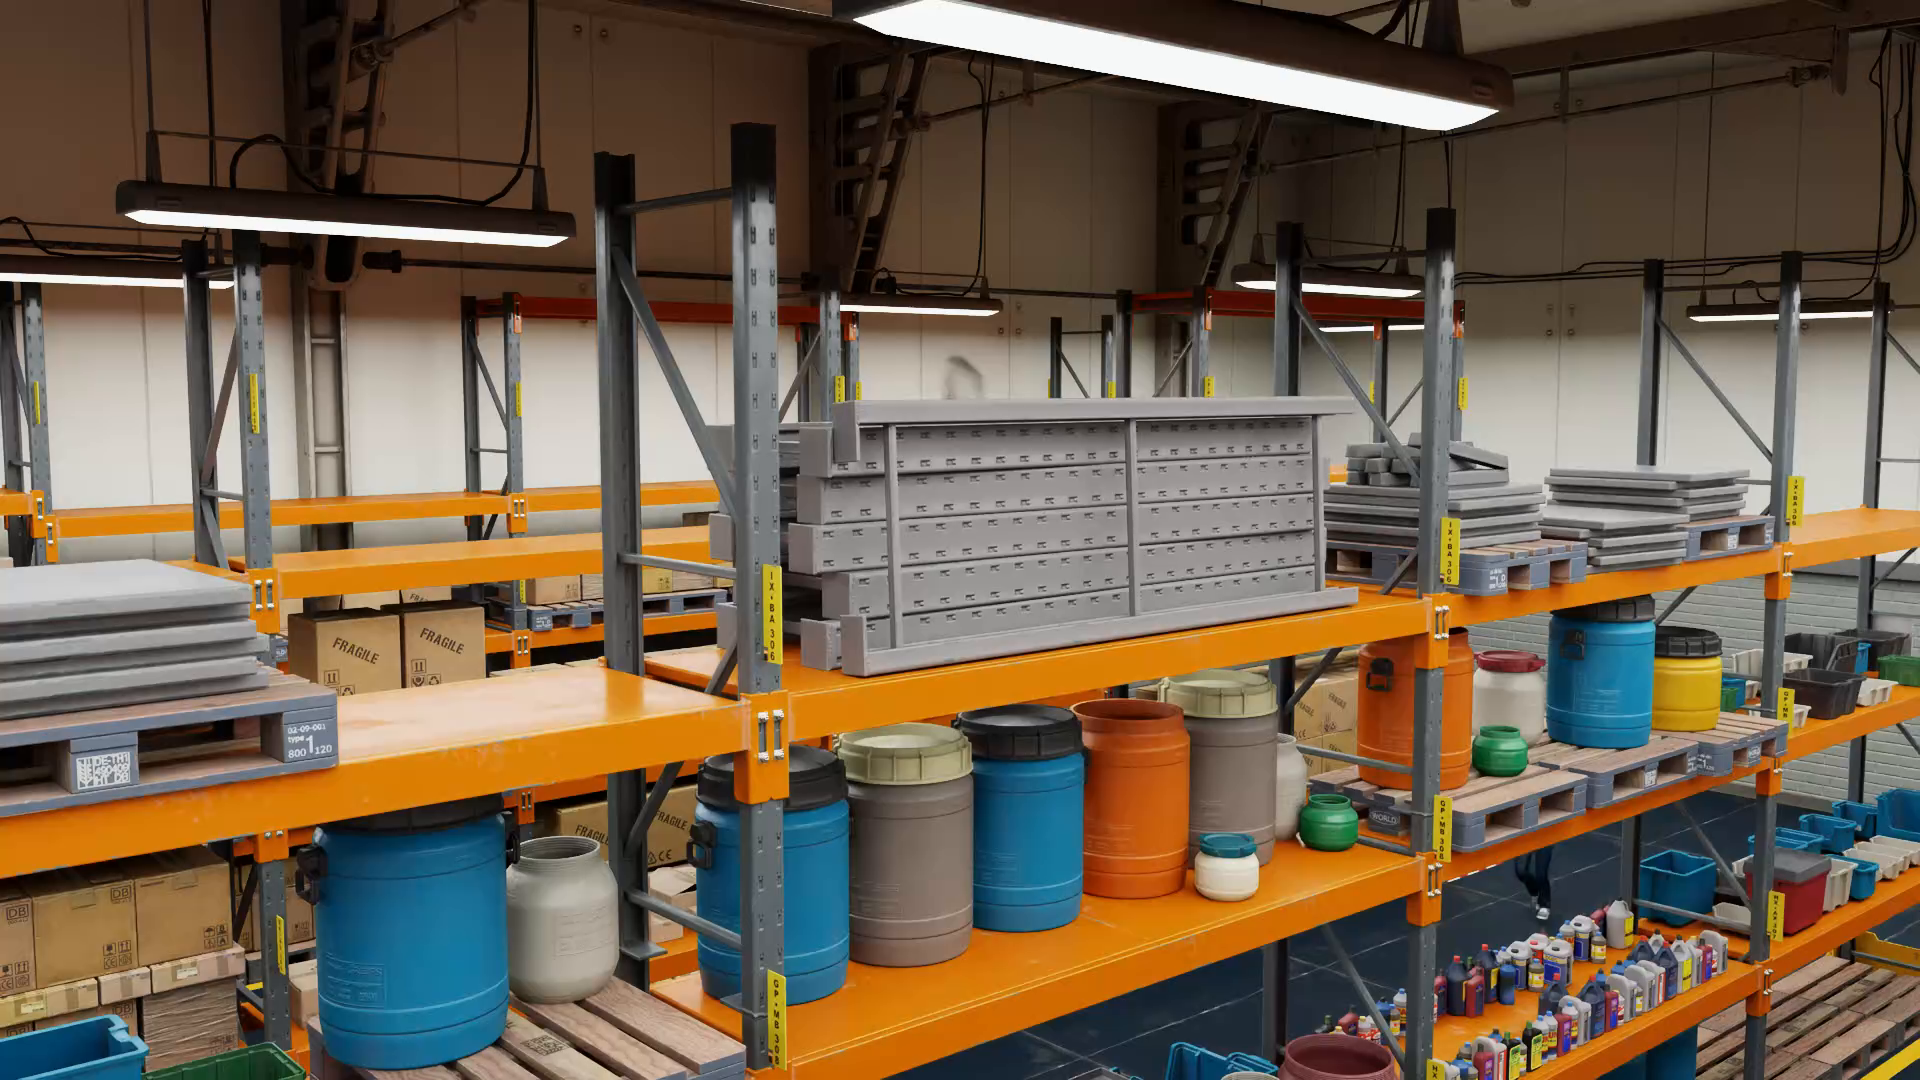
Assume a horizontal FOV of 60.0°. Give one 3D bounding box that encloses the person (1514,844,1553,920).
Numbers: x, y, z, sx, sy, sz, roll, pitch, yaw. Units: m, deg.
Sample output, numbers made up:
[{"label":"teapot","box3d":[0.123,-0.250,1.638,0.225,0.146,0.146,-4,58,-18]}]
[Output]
[{"label":"person","box3d":[5.452,2.889,15.976,0.550,1.531,0.537,3,6,30]}]
